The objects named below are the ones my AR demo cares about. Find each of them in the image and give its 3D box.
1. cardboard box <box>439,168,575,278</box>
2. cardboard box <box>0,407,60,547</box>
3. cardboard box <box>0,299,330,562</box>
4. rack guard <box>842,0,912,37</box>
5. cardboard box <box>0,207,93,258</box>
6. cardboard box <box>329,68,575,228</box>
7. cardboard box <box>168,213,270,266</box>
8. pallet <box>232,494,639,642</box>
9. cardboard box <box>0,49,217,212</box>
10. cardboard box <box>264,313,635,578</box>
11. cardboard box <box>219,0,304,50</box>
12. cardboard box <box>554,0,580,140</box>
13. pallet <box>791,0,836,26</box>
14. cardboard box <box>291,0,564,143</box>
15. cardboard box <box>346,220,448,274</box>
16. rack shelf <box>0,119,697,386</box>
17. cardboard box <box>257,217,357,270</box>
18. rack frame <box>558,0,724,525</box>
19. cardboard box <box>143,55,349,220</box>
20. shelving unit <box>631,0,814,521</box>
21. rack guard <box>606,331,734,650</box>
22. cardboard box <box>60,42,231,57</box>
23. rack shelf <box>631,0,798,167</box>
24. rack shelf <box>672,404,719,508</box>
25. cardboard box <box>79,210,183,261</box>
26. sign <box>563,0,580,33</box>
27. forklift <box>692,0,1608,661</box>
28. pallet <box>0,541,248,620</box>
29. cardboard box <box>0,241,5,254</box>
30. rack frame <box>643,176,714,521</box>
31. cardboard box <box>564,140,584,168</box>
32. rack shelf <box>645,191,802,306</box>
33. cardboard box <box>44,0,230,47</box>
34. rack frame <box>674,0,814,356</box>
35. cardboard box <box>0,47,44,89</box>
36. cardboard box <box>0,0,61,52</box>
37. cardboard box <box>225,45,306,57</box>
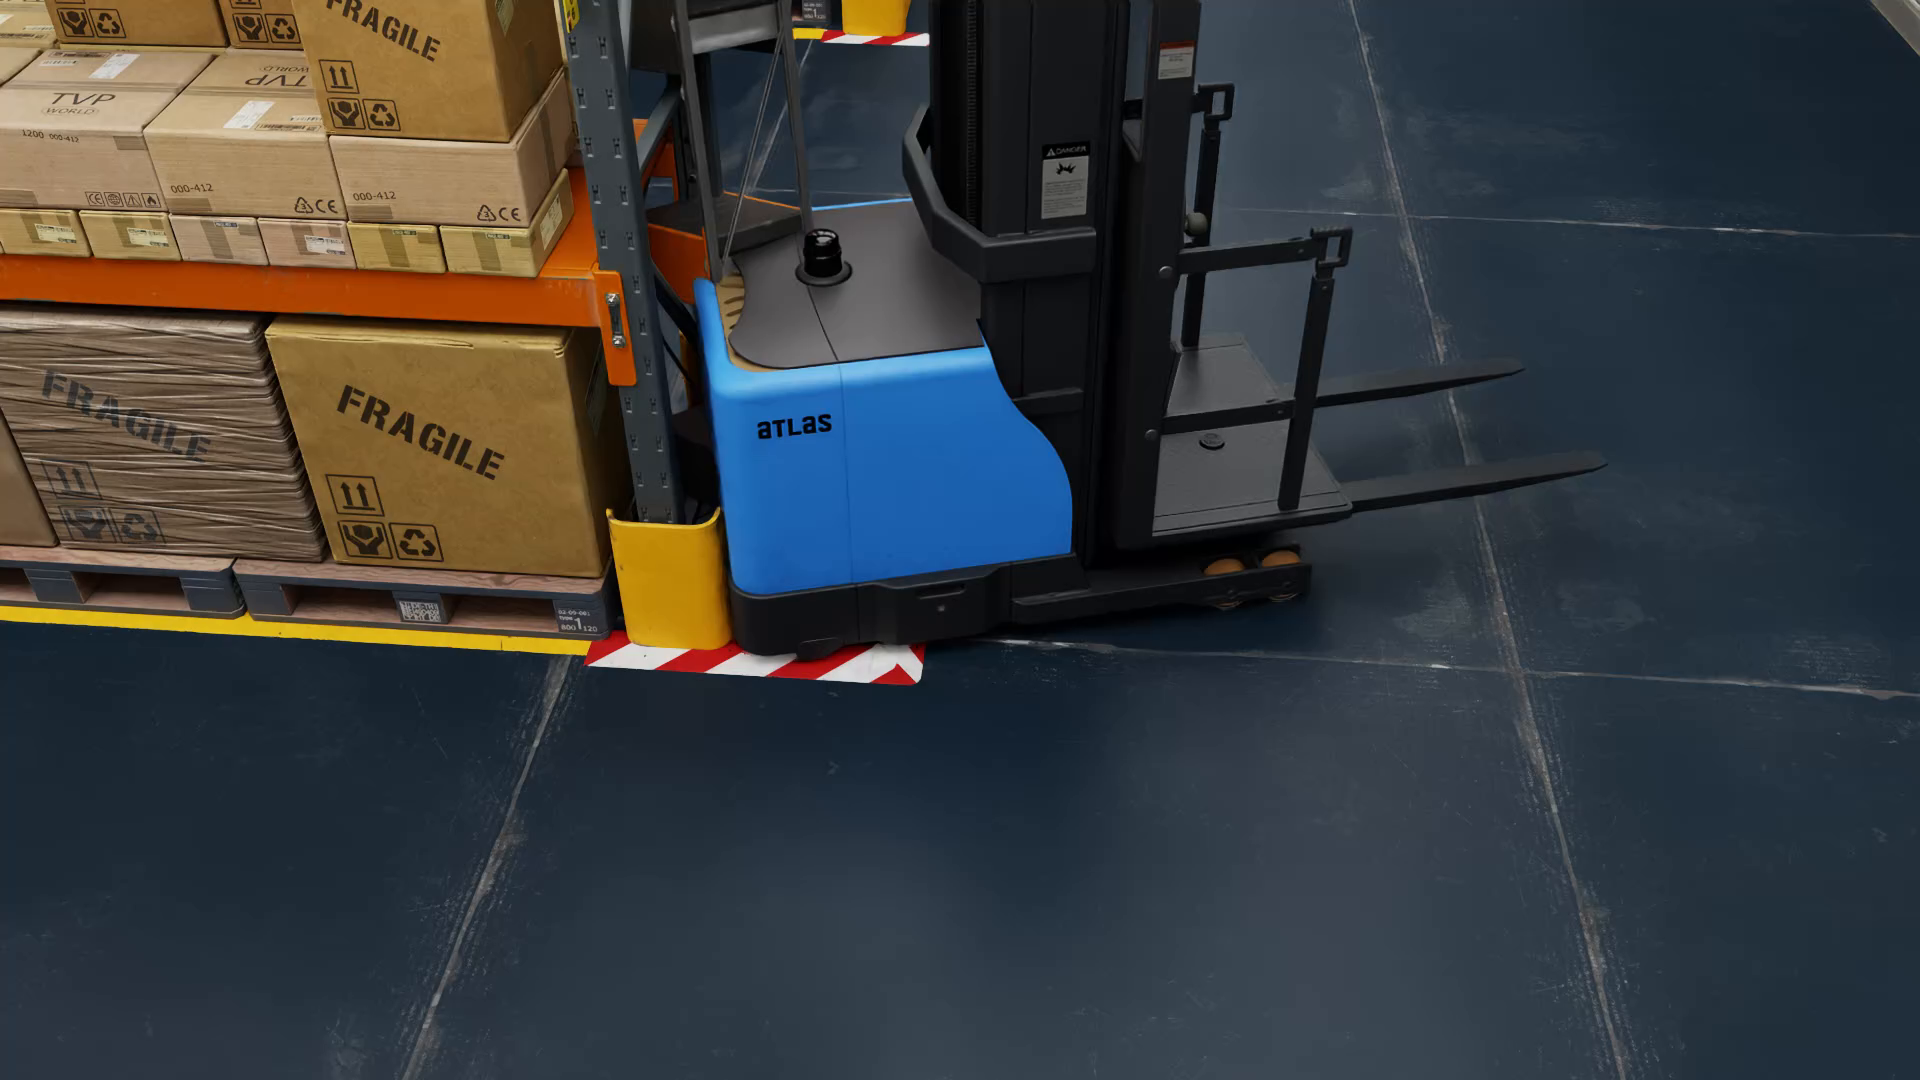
[{"bbox_3d":[-1.268,-0.901,4.680,0.250,0.149,0.380,4,39,5],"label":"cardboard box"},{"bbox_3d":[-3.323,-0.608,5.471,0.875,0.875,0.875,3,39,4],"label":"cardboard box"},{"bbox_3d":[-2.436,-0.559,5.411,0.875,0.875,0.875,3,39,4],"label":"cardboard box"},{"bbox_3d":[-0.432,-3.339,9.456,0.348,0.500,1.175,3,39,4],"label":"rack guard"},{"bbox_3d":[-2.544,-0.970,4.764,0.250,0.149,0.380,3,39,4],"label":"cardboard box"},{"bbox_3d":[-1.390,-1.103,4.612,0.500,0.250,0.500,3,39,3],"label":"cardboard box"},{"bbox_3d":[-2.027,-0.943,4.731,0.250,0.149,0.380,4,39,5],"label":"cardboard box"},{"bbox_3d":[-1.688,-0.099,5.705,1.213,0.211,1.003,3,39,4],"label":"pallet"},{"bbox_3d":[-2.403,-1.159,4.680,0.500,0.250,0.500,2,39,2],"label":"cardboard box"},{"bbox_3d":[-1.529,-0.510,5.351,0.875,0.875,0.875,3,39,4],"label":"cardboard box"},{"bbox_3d":[-1.838,-1.758,4.822,0.500,0.500,0.500,2,39,3],"label":"cardboard box"},{"bbox_3d":[-1.340,-1.440,5.026,0.500,0.250,0.500,2,39,3],"label":"cardboard box"},{"bbox_3d":[-1.276,-3.289,9.624,1.213,0.211,1.003,3,39,4],"label":"pallet"},{"bbox_3d":[-1.393,-1.396,4.378,0.500,0.500,0.500,4,39,4],"label":"cardboard box"},{"bbox_3d":[-1.527,-0.914,4.696,0.250,0.149,0.380,4,39,4],"label":"cardboard box"},{"bbox_3d":[-2.877,-1.016,5.192,4.000,0.370,1.077,3,39,4],"label":"rack shelf"},{"bbox_3d":[-1.778,-0.929,4.714,0.250,0.149,0.380,3,39,4],"label":"cardboard box"},{"bbox_3d":[-0.885,-1.186,4.831,0.127,3.000,1.000,3,39,4],"label":"rack frame"},{"bbox_3d":[-1.896,-1.131,4.647,0.500,0.250,0.500,2,39,3],"label":"cardboard box"},{"bbox_3d":[-0.766,-0.838,5.322,0.431,2.100,0.503,-25,33,-37],"label":"shelving unit"},{"bbox_3d":[-0.861,-0.216,5.619,0.348,0.500,1.175,3,39,4],"label":"rack guard"},{"bbox_3d":[-2.358,-1.493,5.092,0.500,0.250,0.500,2,39,2],"label":"cardboard box"},{"bbox_3d":[-0.810,-1.456,5.026,0.431,0.518,0.480,-25,33,-37],"label":"rack shelf"},{"bbox_3d":[-0.719,-0.197,5.631,0.431,0.518,0.480,-25,33,-37],"label":"rack shelf"},{"bbox_3d":[-2.286,-0.956,4.747,0.250,0.149,0.380,2,39,3],"label":"cardboard box"},{"bbox_3d":[-0.945,-1.387,3.973,0.005,0.325,0.100,3,39,4],"label":"sign"},{"bbox_3d":[0.682,-1.230,4.940,3.031,2.935,1.130,-8,40,-9],"label":"forklift"},{"bbox_3d":[-2.900,-0.167,5.788,1.213,0.211,1.003,3,39,4],"label":"pallet"},{"bbox_3d":[-2.791,-0.985,4.783,0.250,0.149,0.380,4,39,5],"label":"cardboard box"},{"bbox_3d":[-0.934,-0.905,5.486,0.400,2.100,0.015,-25,33,-37],"label":"rack frame"},{"bbox_3d":[-1.210,-1.316,5.189,0.250,0.149,0.380,4,39,4],"label":"cardboard box"},{"bbox_3d":[-0.765,-0.826,5.328,0.431,0.518,0.480,-25,33,-37],"label":"rack shelf"},{"bbox_3d":[-2.354,-1.782,4.852,0.500,0.500,0.500,2,39,3],"label":"cardboard box"},{"bbox_3d":[-0.597,-0.772,5.159,0.400,2.100,0.015,-25,33,-37],"label":"rack frame"},{"bbox_3d":[-2.922,-1.184,4.712,0.500,0.250,0.500,3,39,4],"label":"cardboard box"},{"bbox_3d":[-2.879,-1.518,5.123,0.500,0.250,0.500,2,39,3],"label":"cardboard box"},{"bbox_3d":[-1.858,-1.464,5.055,0.500,0.250,0.500,3,39,3],"label":"cardboard box"}]
